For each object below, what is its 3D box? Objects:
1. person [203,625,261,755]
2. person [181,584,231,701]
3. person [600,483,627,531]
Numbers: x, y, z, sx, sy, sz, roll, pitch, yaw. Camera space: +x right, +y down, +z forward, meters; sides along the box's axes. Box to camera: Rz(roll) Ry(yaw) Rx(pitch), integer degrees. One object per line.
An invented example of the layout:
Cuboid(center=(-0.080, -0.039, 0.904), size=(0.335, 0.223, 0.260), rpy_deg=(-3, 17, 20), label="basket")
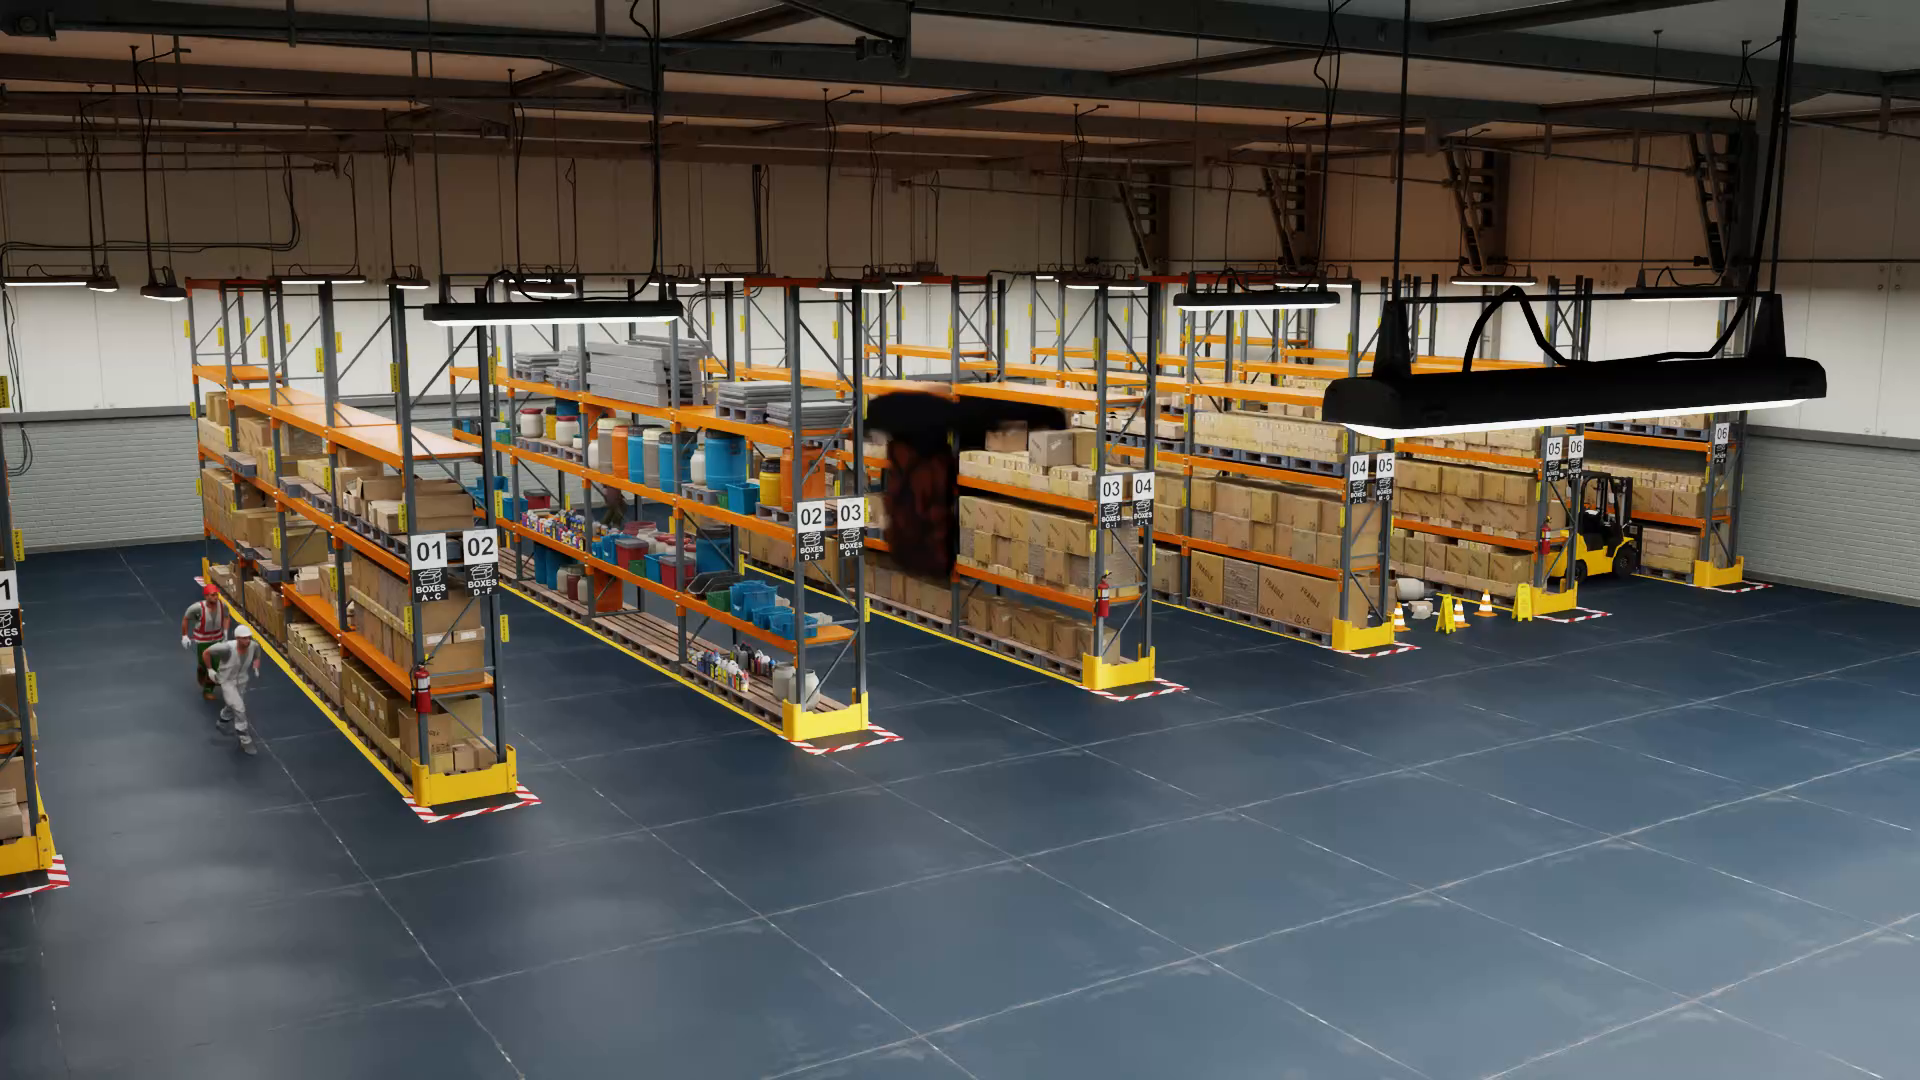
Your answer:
Cuboid(center=(-9.506, 1.912, 21.693), size=(1.051, 1.734, 0.710), rpy_deg=(8, 13, 41), label="person")
Cuboid(center=(-10.941, 1.465, 24.177), size=(0.708, 1.714, 0.671), rpy_deg=(8, 13, 41), label="person")
Cuboid(center=(-8.043, -1.012, 38.726), size=(0.880, 1.810, 0.687), rpy_deg=(-4, 10, -22), label="person")
